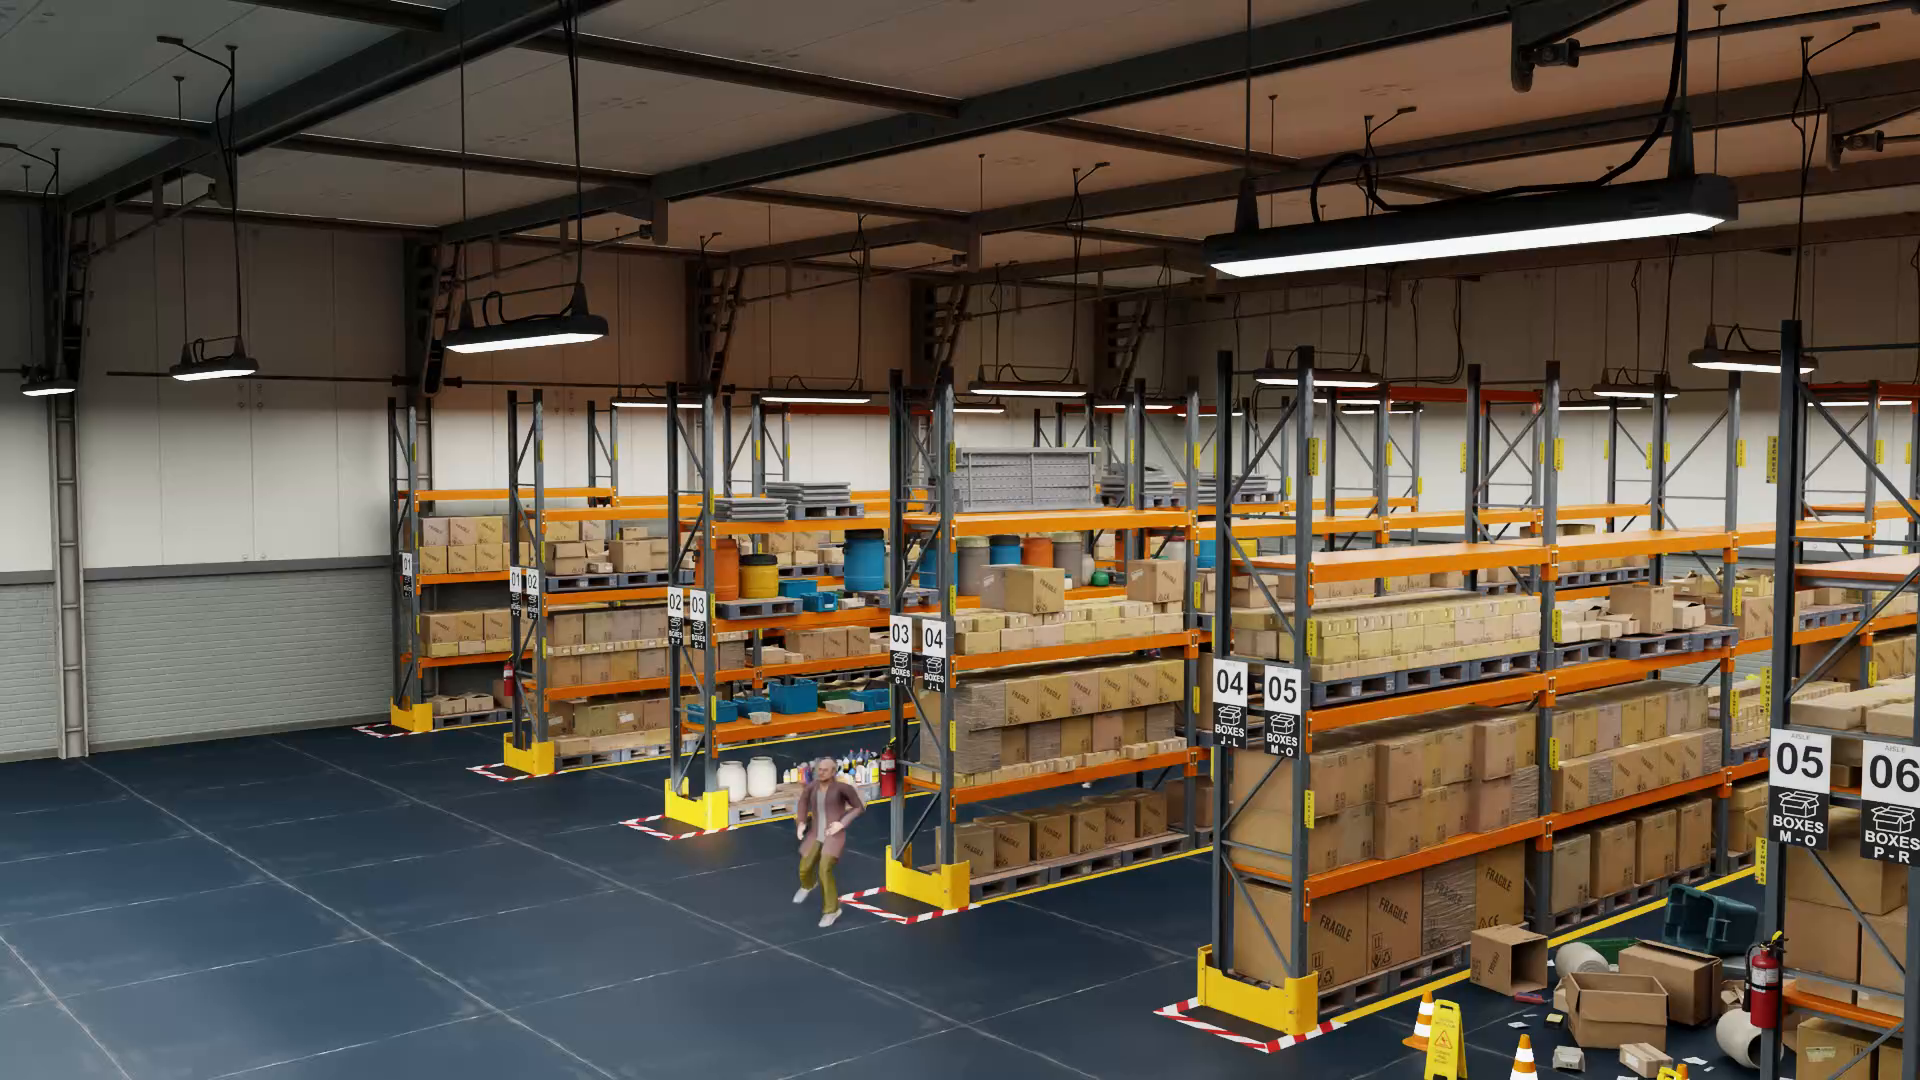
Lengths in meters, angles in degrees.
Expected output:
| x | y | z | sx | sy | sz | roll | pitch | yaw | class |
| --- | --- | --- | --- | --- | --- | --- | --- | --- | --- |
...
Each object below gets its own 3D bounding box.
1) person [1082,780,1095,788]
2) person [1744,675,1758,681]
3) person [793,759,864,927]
| x | y | z | sx | sy | sz | roll | pitch | yaw | class |
| --- | --- | --- | --- | --- | --- | --- | --- | --- | --- |
| 1.937 | 2.922 | 24.979 | 0.574 | 1.586 | 0.561 | 2 | 4 | 30 | person |
| 11.921 | 2.837 | 24.971 | 0.681 | 1.678 | 0.884 | 3 | 5 | 44 | person |
| -1.484 | 3.303 | 18.140 | 0.923 | 1.690 | 0.790 | 1 | 4 | 23 | person |
